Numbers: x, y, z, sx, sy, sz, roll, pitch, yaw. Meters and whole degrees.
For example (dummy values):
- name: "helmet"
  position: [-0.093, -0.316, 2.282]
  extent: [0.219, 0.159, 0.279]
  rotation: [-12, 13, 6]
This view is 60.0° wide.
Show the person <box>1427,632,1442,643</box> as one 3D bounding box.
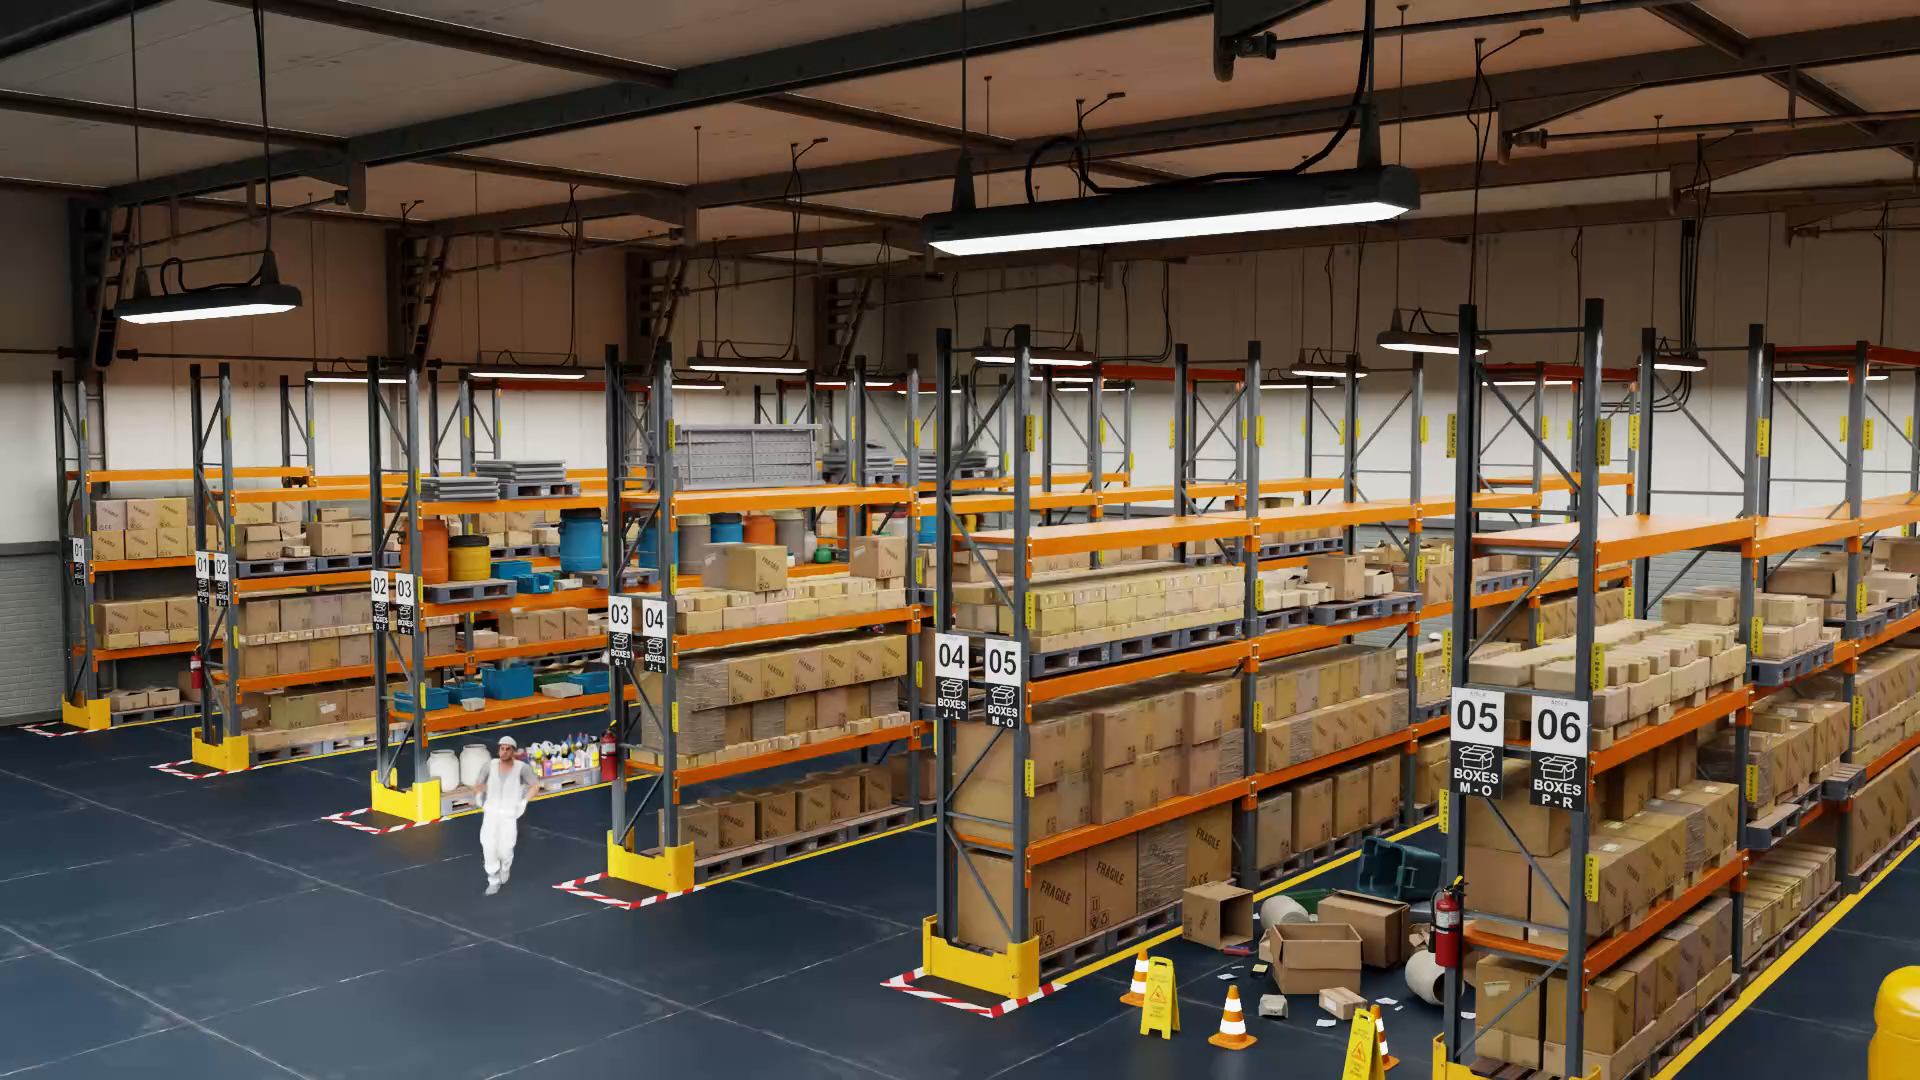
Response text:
- name: "person"
  position: [7.735, 2.354, 26.954]
  extent: [0.730, 1.715, 0.734]
  rotation: [-4, 6, -41]

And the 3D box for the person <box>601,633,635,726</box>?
- name: "person"
  position: [-5.658, 2.371, 27.241]
  extent: [0.551, 1.750, 0.718]
  rotation: [3, 5, 36]

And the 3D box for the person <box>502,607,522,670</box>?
- name: "person"
  position: [-8.220, 2.091, 30.659]
  extent: [0.685, 1.736, 0.599]
  rotation: [3, 5, 39]

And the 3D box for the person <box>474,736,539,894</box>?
- name: "person"
  position: [-4.968, 2.995, 18.132]
  extent: [0.680, 1.729, 0.627]
  rotation: [0, 4, 0]
